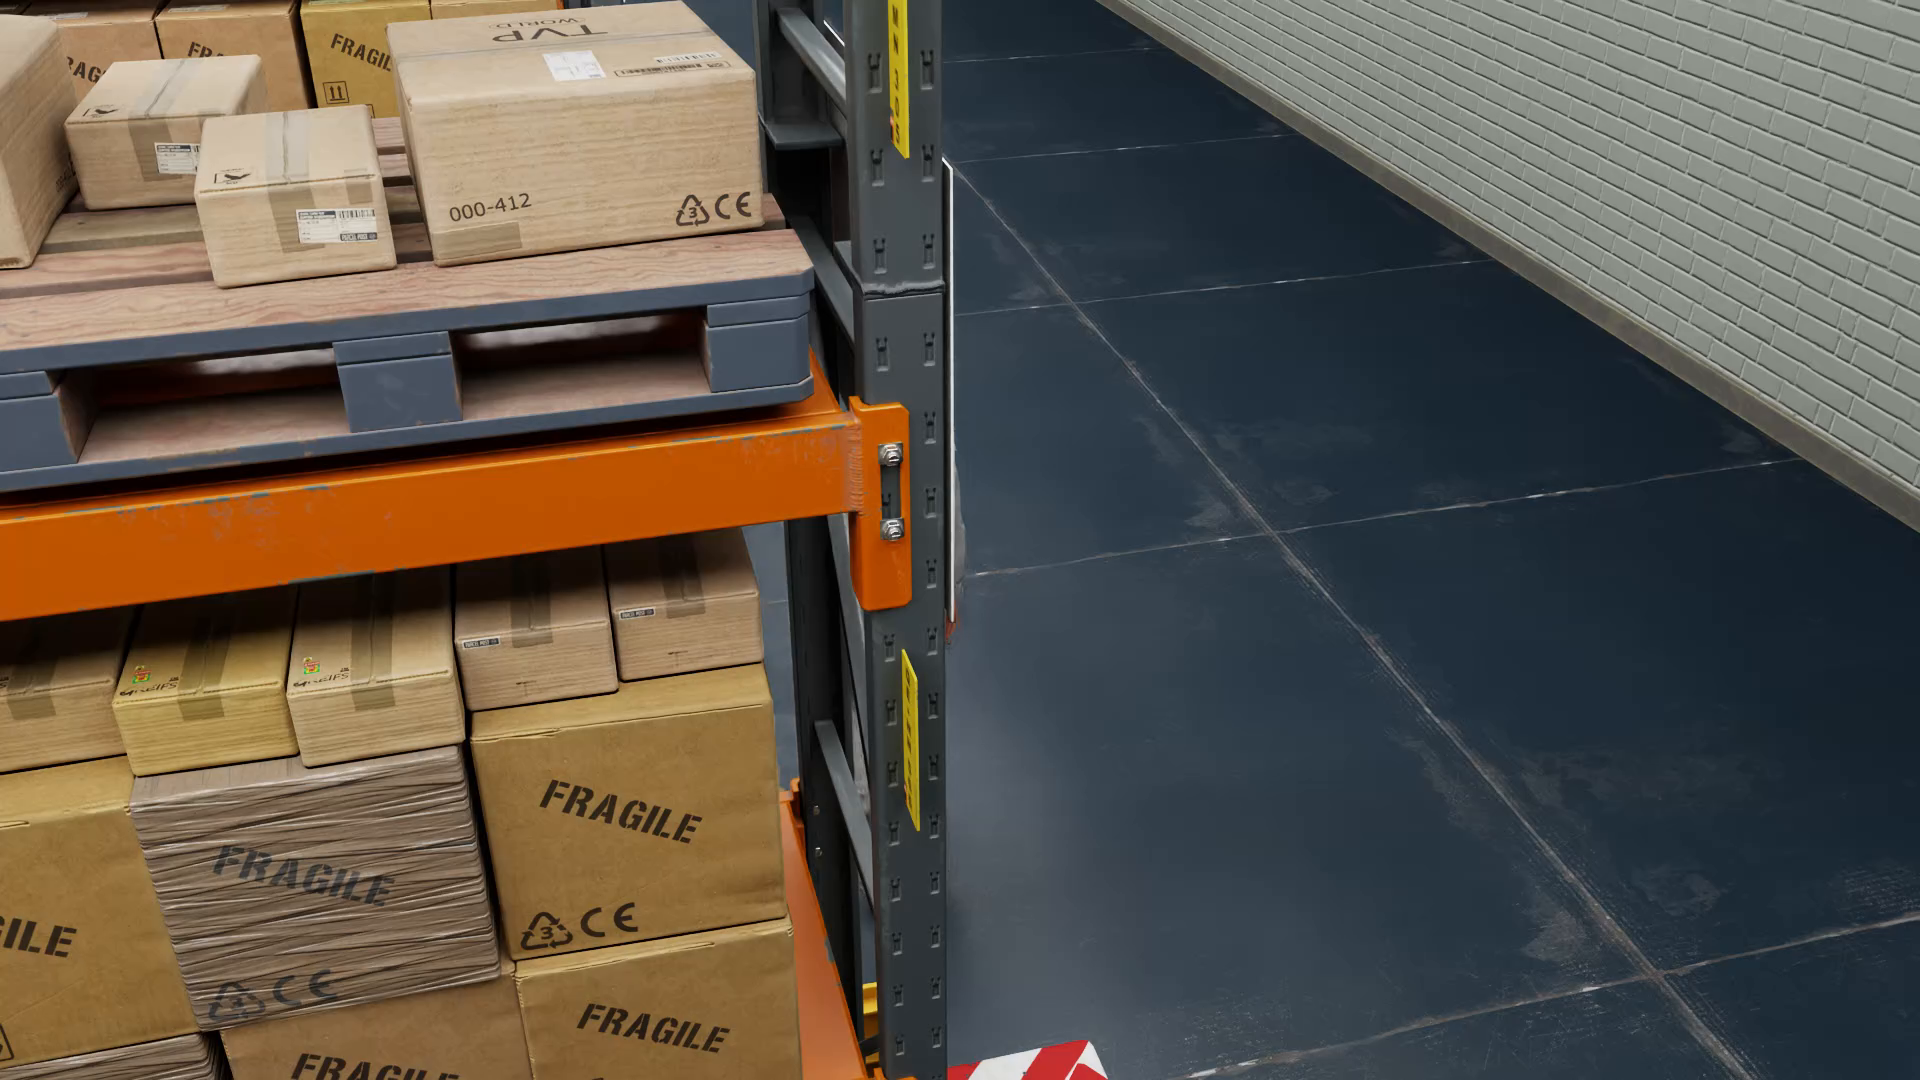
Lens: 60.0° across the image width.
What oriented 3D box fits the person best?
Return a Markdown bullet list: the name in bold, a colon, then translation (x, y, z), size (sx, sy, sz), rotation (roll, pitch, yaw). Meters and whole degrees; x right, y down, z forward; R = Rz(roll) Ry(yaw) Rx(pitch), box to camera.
- **person**: translation (-0.243, 0.225, 5.685), size (0.568, 1.762, 0.487), rotation (-11, 32, -19)
